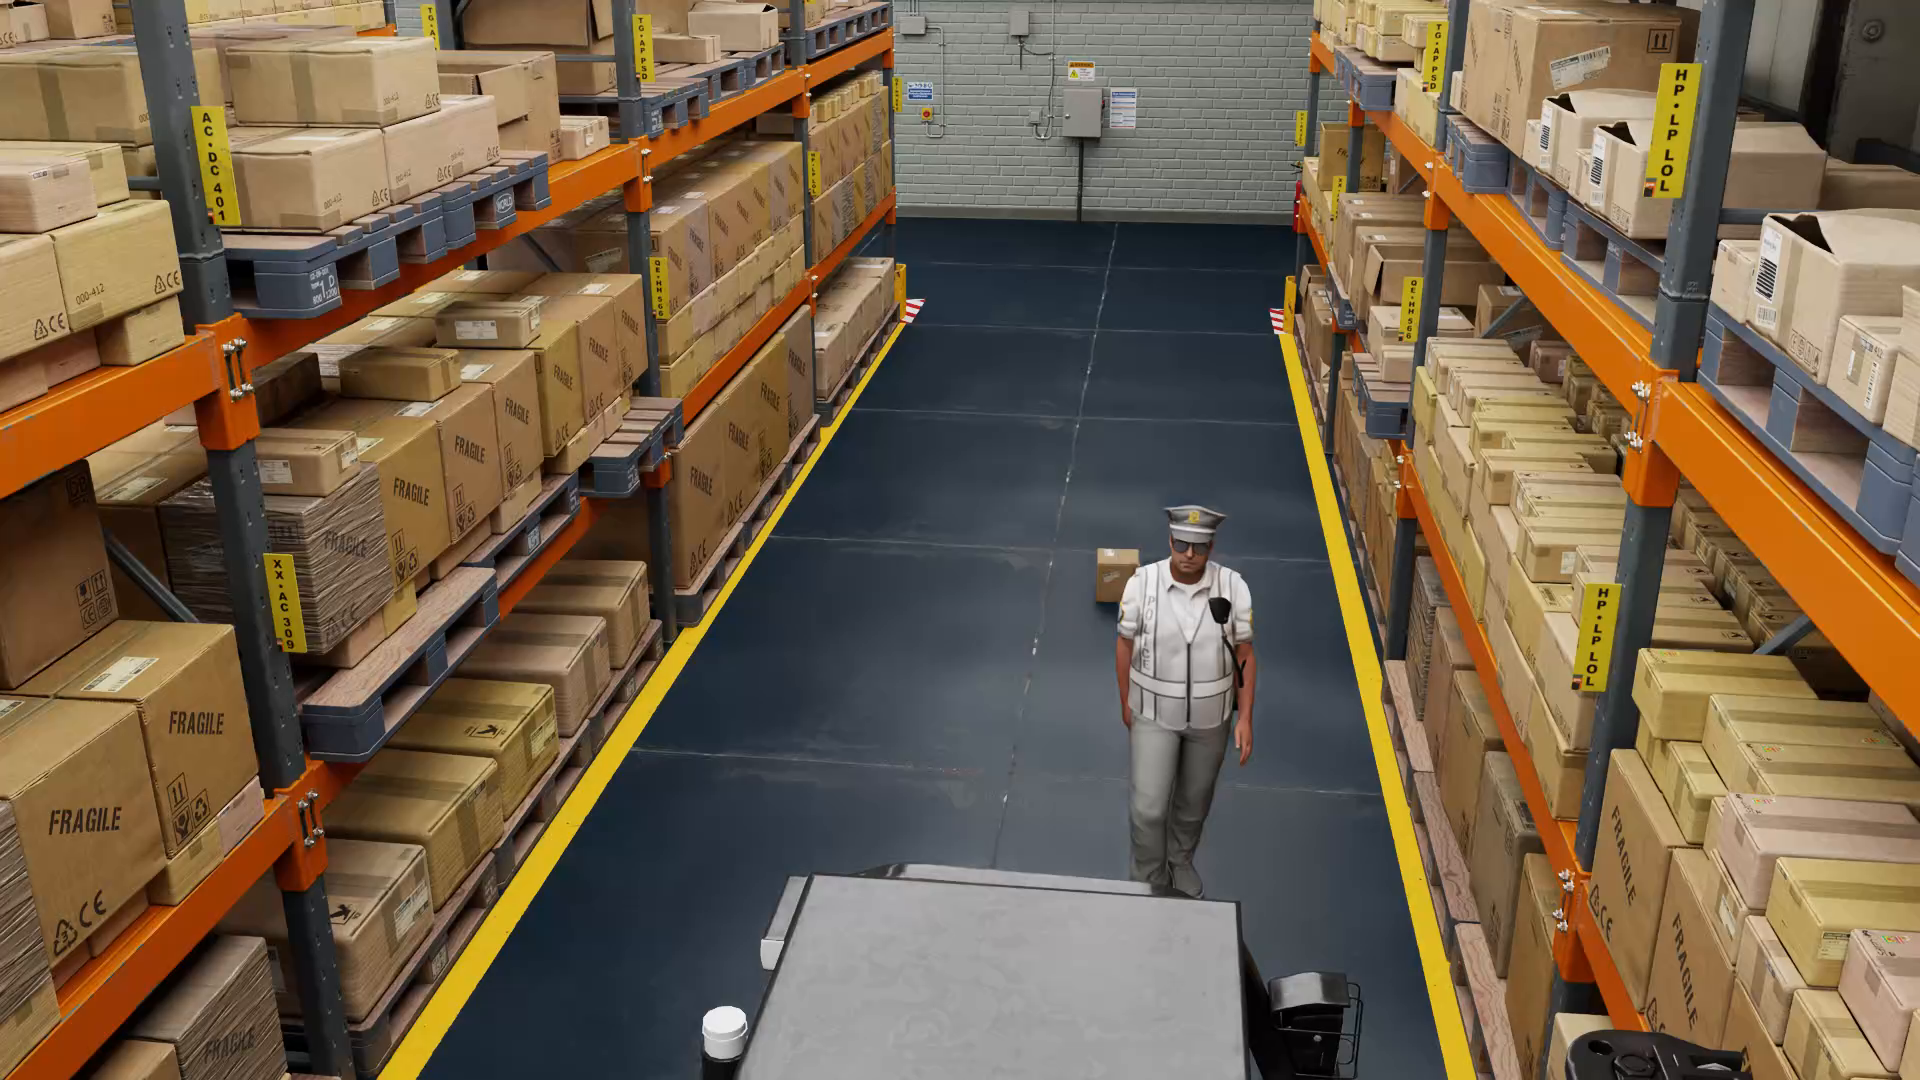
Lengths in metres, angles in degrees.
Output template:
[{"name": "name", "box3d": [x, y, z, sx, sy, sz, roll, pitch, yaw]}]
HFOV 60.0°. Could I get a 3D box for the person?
[{"name": "person", "box3d": [0.905, 0.743, 6.675, 0.538, 1.848, 0.598, 0, 21, -1]}]
